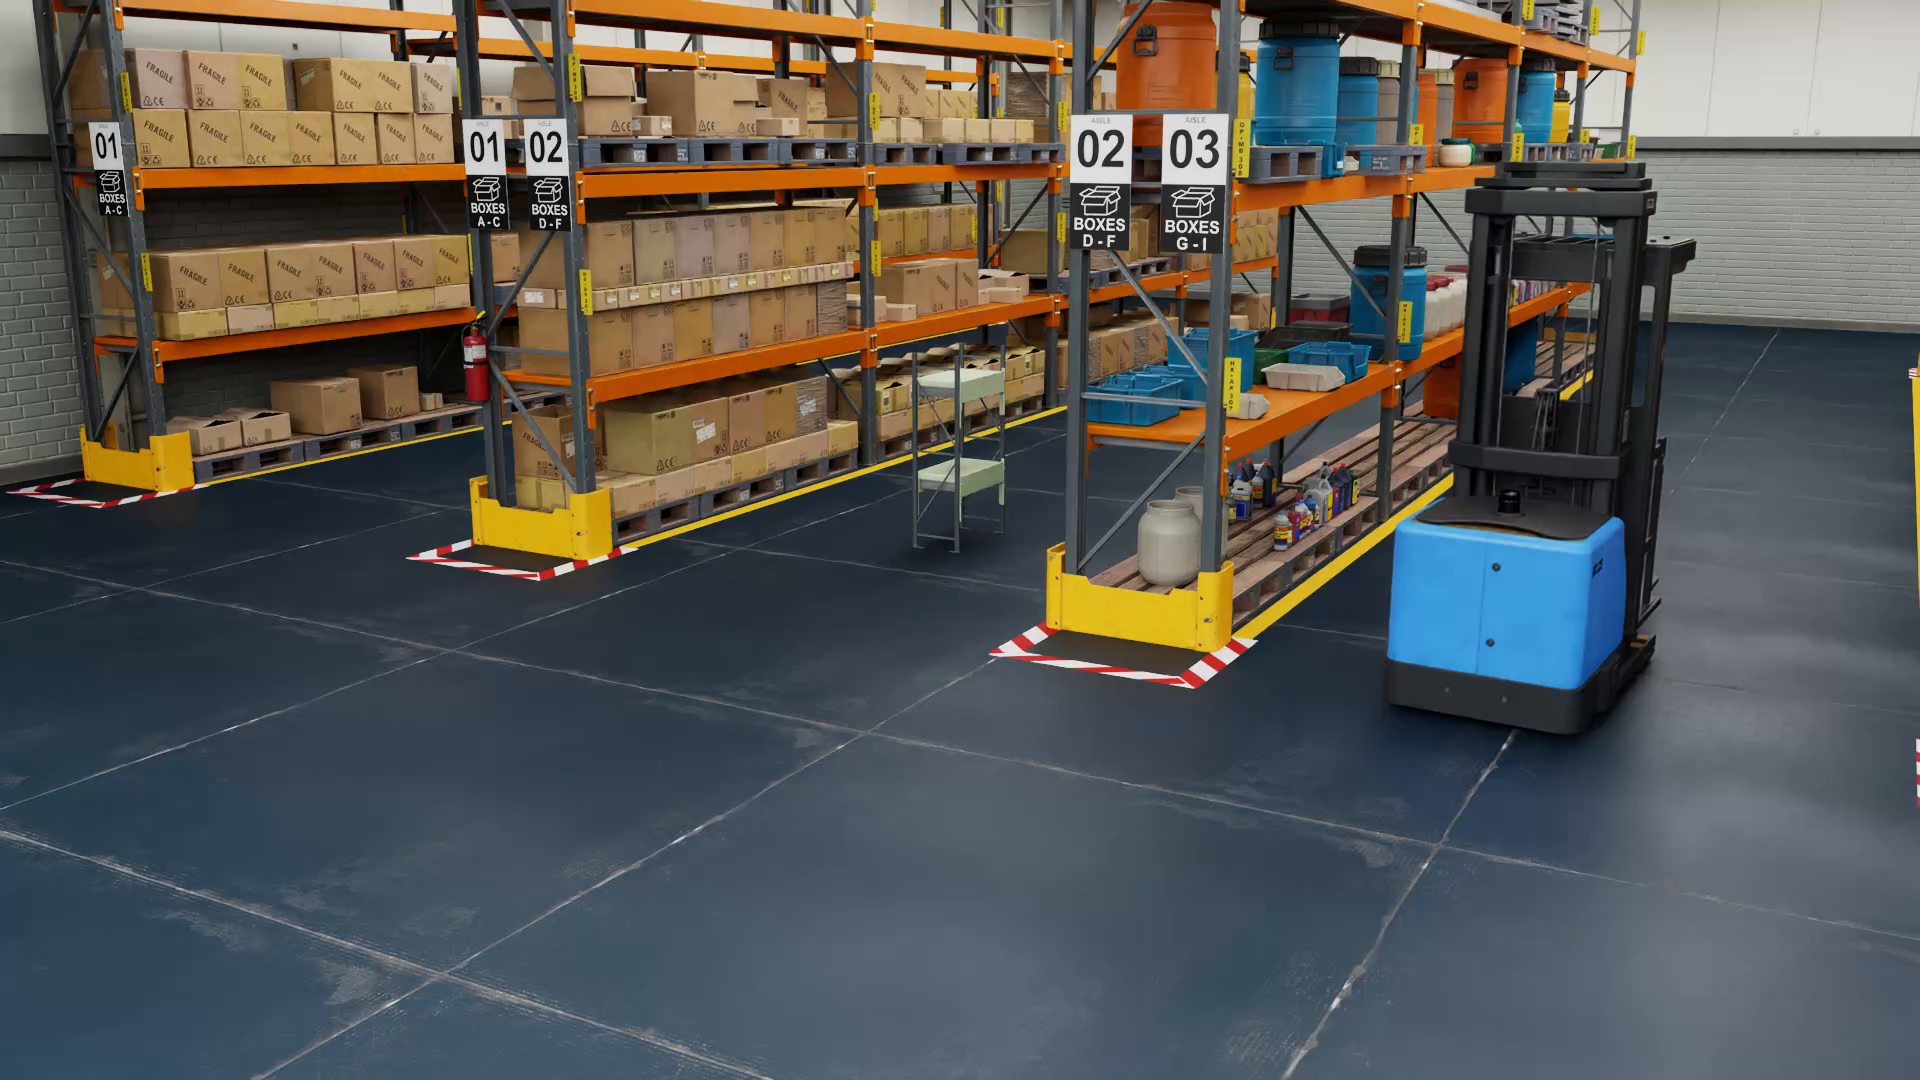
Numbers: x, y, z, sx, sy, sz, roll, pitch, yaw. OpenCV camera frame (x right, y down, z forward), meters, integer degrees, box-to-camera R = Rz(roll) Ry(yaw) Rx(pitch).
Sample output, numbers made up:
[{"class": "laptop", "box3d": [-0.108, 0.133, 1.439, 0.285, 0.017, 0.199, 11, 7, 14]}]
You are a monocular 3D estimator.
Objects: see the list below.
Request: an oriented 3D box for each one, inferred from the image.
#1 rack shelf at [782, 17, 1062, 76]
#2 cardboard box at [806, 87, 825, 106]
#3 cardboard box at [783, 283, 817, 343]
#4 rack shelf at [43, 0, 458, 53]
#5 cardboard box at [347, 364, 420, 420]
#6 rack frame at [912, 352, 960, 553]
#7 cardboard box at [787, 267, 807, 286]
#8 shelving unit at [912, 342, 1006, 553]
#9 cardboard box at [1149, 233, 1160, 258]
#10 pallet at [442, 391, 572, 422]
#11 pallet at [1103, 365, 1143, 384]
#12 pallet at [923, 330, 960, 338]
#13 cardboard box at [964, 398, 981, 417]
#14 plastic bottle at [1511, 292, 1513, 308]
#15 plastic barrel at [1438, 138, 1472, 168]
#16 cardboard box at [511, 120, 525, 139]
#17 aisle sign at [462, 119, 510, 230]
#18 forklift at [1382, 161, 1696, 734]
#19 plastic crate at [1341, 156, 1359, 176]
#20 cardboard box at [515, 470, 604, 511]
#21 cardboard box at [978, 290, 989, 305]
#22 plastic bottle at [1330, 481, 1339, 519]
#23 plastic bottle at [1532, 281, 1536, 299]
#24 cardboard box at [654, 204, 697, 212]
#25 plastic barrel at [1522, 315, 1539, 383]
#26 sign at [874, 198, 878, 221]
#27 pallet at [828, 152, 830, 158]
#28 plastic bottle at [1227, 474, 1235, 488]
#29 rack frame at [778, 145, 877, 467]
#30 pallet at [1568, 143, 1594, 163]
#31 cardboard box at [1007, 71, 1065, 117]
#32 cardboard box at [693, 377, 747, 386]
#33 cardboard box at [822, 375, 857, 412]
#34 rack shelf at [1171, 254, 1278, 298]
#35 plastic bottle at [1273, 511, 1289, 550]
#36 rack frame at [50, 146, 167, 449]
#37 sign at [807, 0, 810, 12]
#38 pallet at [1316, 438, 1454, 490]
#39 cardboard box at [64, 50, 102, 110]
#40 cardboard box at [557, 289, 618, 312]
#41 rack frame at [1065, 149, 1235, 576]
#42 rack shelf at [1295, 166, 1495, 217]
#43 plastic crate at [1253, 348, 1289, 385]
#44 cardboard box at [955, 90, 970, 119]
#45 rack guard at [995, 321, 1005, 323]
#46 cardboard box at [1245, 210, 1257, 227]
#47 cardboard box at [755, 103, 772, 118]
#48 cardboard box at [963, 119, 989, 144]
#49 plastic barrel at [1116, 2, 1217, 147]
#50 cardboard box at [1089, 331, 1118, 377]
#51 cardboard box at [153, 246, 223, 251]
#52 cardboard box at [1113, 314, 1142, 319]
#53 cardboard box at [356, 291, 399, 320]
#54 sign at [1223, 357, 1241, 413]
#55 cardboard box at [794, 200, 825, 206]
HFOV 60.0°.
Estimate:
[{"class": "rack shelf", "box3d": [-0.302, -5.011, 17.005, 1.077, 0.370, 4.000, 7, 15, 28]}, {"class": "cardboard box", "box3d": [-2.280, -6.349, 23.818, 0.500, 0.250, 0.500, 9, 16, 32]}, {"class": "cardboard box", "box3d": [-1.728, -2.076, 15.031, 0.700, 0.500, 0.500, 7, 15, 27]}, {"class": "rack shelf", "box3d": [-6.574, -4.943, 15.880, 1.077, 0.370, 4.000, 7, 15, 28]}, {"class": "cardboard box", "box3d": [-6.074, -1.570, 17.539, 0.500, 0.500, 0.500, 6, 15, 24]}, {"class": "rack frame", "box3d": [-0.180, -0.653, 12.541, 0.400, 1.500, 0.023, 7, 15, 28]}, {"class": "cardboard box", "box3d": [-1.585, -2.353, 14.798, 0.380, 0.149, 0.250, 7, 15, 28]}, {"class": "shelving unit", "box3d": [-0.003, -0.728, 12.852, 0.431, 1.500, 0.755, 7, 15, 28]}, {"class": "cardboard box", "box3d": [2.615, -4.050, 23.218, 0.500, 0.500, 0.500, 8, 16, 29]}, {"class": "pallet", "box3d": [-5.232, -1.593, 19.190, 1.003, 0.211, 1.213, 7, 15, 28]}, {"class": "pallet", "box3d": [1.649, -2.091, 21.258, 1.003, 0.211, 1.213, 7, 15, 28]}, {"class": "pallet", "box3d": [-0.715, -3.473, 26.988, 1.003, 0.211, 1.213, 7, 15, 28]}, {"class": "cardboard box", "box3d": [-0.114, -1.466, 17.684, 0.500, 0.250, 0.500, 8, 16, 29]}, {"class": "plastic bottle", "box3d": [5.859, -2.585, 17.781, 0.097, 0.201, 0.097, 0, 14, 0]}, {"class": "plastic barrel", "box3d": [4.588, -3.590, 15.421, 0.301, 0.262, 0.301, 0, 14, 0]}, {"class": "cardboard box", "box3d": [-4.975, -4.637, 18.762, 0.500, 0.311, 0.500, 8, 16, 30]}, {"class": "aisle sign", "box3d": [-3.492, -2.691, 12.249, 0.394, 0.787, 0.004, 7, 15, 28]}, {"class": "forklift", "box3d": [3.537, -0.707, 9.714, 1.130, 2.935, 3.031, 9, 16, 32]}, {"class": "plastic crate", "box3d": [2.643, -2.621, 11.668, 0.243, 0.136, 0.396, 7, 15, 28]}, {"class": "cardboard box", "box3d": [-3.202, -0.418, 13.340, 0.500, 0.250, 0.500, 7, 15, 28]}, {"class": "cardboard box", "box3d": [0.097, -2.659, 18.197, 0.380, 0.149, 0.250, 9, 16, 32]}, {"class": "plastic bottle", "box3d": [2.871, -0.317, 12.806, 0.061, 0.283, 0.133, 9, 16, 32]}, {"class": "plastic bottle", "box3d": [6.427, -2.876, 18.828, 0.152, 0.276, 0.135, 7, 15, 28]}, {"class": "cardboard box", "box3d": [-3.682, -4.299, 21.975, 0.500, 0.250, 0.500, 8, 16, 30]}, {"class": "plastic barrel", "box3d": [6.654, -2.382, 20.094, 0.600, 0.901, 0.708, 7, 15, 28]}, {"class": "sign", "box3d": [-1.260, -4.895, 24.635, 0.100, 0.325, 0.005, 7, 15, 28]}, {"class": "pallet", "box3d": [-2.140, -5.601, 23.876, 0.805, 0.209, 1.217, 7, 15, 26]}, {"class": "plastic bottle", "box3d": [2.104, -0.373, 13.038, 0.061, 0.283, 0.133, 8, 16, 31]}, {"class": "rack frame", "box3d": [-1.269, -2.228, 15.875, 1.000, 3.000, 0.127, 7, 15, 28]}, {"class": "pallet", "box3d": [6.639, -4.502, 19.310, 1.213, 0.211, 1.003, 7, 15, 28]}, {"class": "cardboard box", "box3d": [0.881, -5.130, 19.167, 0.500, 0.500, 0.500, 7, 15, 28]}, {"class": "cardboard box", "box3d": [-2.251, -1.195, 14.962, 0.500, 0.500, 0.500, 7, 15, 28]}, {"class": "cardboard box", "box3d": [-1.324, -1.484, 16.562, 0.500, 0.311, 0.500, 7, 15, 28]}, {"class": "rack shelf", "box3d": [3.565, -3.930, 24.470, 1.077, 0.370, 4.000, 7, 15, 28]}, {"class": "plastic bottle", "box3d": [2.281, -0.070, 11.805, 0.097, 0.271, 0.097, 0, 14, 0]}, {"class": "rack frame", "box3d": [-7.541, -1.968, 14.796, 1.000, 3.000, 0.127, 7, 15, 28]}, {"class": "sign", "box3d": [-2.214, -7.945, 24.459, 0.100, 0.325, 0.005, 7, 15, 28]}, {"class": "pallet", "box3d": [3.999, -0.727, 15.600, 1.003, 0.211, 1.213, 7, 15, 28]}, {"class": "cardboard box", "box3d": [-7.562, -4.089, 14.803, 0.500, 0.500, 0.500, 8, 16, 31]}, {"class": "cardboard box", "box3d": [-2.825, -1.827, 12.616, 0.380, 0.149, 0.250, 7, 15, 28]}, {"class": "rack frame", "box3d": [1.131, -0.845, 10.140, 1.000, 3.000, 0.127, 7, 15, 28]}, {"class": "rack shelf", "box3d": [4.032, -3.185, 14.979, 1.077, 0.370, 4.000, 7, 15, 28]}, {"class": "plastic crate", "box3d": [2.162, -1.317, 12.547, 0.450, 0.188, 0.662, 7, 15, 28]}, {"class": "cardboard box", "box3d": [-0.173, -6.971, 26.758, 0.500, 0.500, 0.500, 8, 16, 30]}, {"class": "rack guard", "box3d": [0.205, -4.040, 28.726, 1.175, 0.500, 0.348, 7, 15, 28]}, {"class": "cardboard box", "box3d": [4.067, -4.892, 24.577, 0.500, 0.500, 0.500, 8, 16, 30]}, {"class": "cardboard box", "box3d": [-2.005, -3.731, 14.704, 0.500, 0.311, 0.500, 6, 15, 25]}, {"class": "cardboard box", "box3d": [-0.030, -4.313, 17.547, 0.500, 0.250, 0.500, 7, 15, 27]}, {"class": "plastic barrel", "box3d": [1.255, -2.831, 10.162, 0.600, 0.830, 0.708, 7, 15, 28]}, {"class": "cardboard box", "box3d": [1.630, -2.319, 20.646, 0.500, 0.500, 0.500, 7, 15, 27]}, {"class": "cardboard box", "box3d": [-7.247, -2.492, 15.648, 0.500, 0.500, 0.500, 8, 16, 29]}, {"class": "cardboard box", "box3d": [2.151, -2.796, 22.628, 0.500, 0.500, 0.500, 7, 15, 26]}, {"class": "cardboard box", "box3d": [-6.049, -2.388, 16.814, 0.500, 0.250, 0.500, 7, 15, 28]}, {"class": "sign", "box3d": [1.611, -0.917, 9.846, 0.100, 0.325, 0.005, 7, 15, 28]}, {"class": "cardboard box", "box3d": [-2.244, -4.664, 23.489, 0.500, 0.250, 0.500, 8, 16, 29]}]
